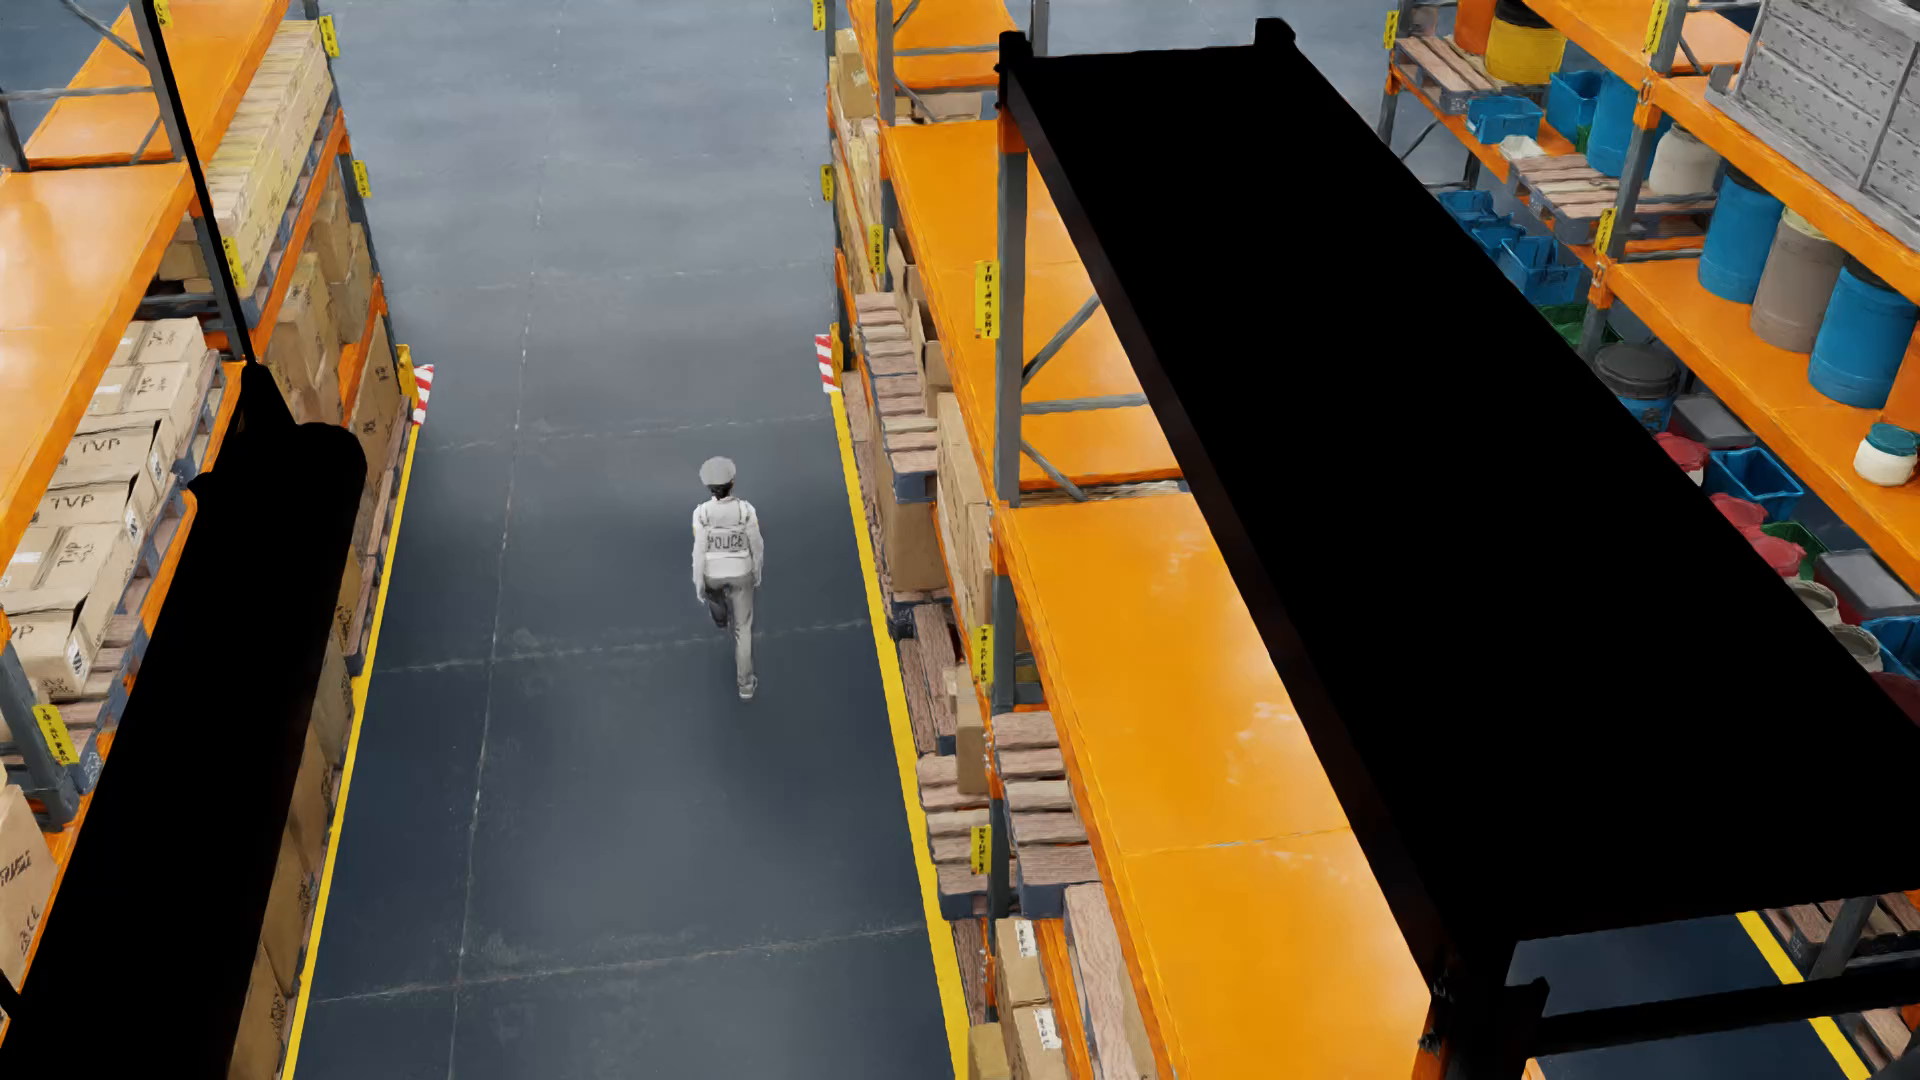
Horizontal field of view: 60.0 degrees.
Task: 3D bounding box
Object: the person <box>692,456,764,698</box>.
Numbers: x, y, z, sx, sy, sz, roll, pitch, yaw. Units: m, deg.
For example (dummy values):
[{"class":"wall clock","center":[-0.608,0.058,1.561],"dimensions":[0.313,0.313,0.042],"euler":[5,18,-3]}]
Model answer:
[{"class":"person","center":[-1.580,0.169,11.406],"dimensions":[0.495,1.577,1.091],"euler":[-4,36,-5]}]
